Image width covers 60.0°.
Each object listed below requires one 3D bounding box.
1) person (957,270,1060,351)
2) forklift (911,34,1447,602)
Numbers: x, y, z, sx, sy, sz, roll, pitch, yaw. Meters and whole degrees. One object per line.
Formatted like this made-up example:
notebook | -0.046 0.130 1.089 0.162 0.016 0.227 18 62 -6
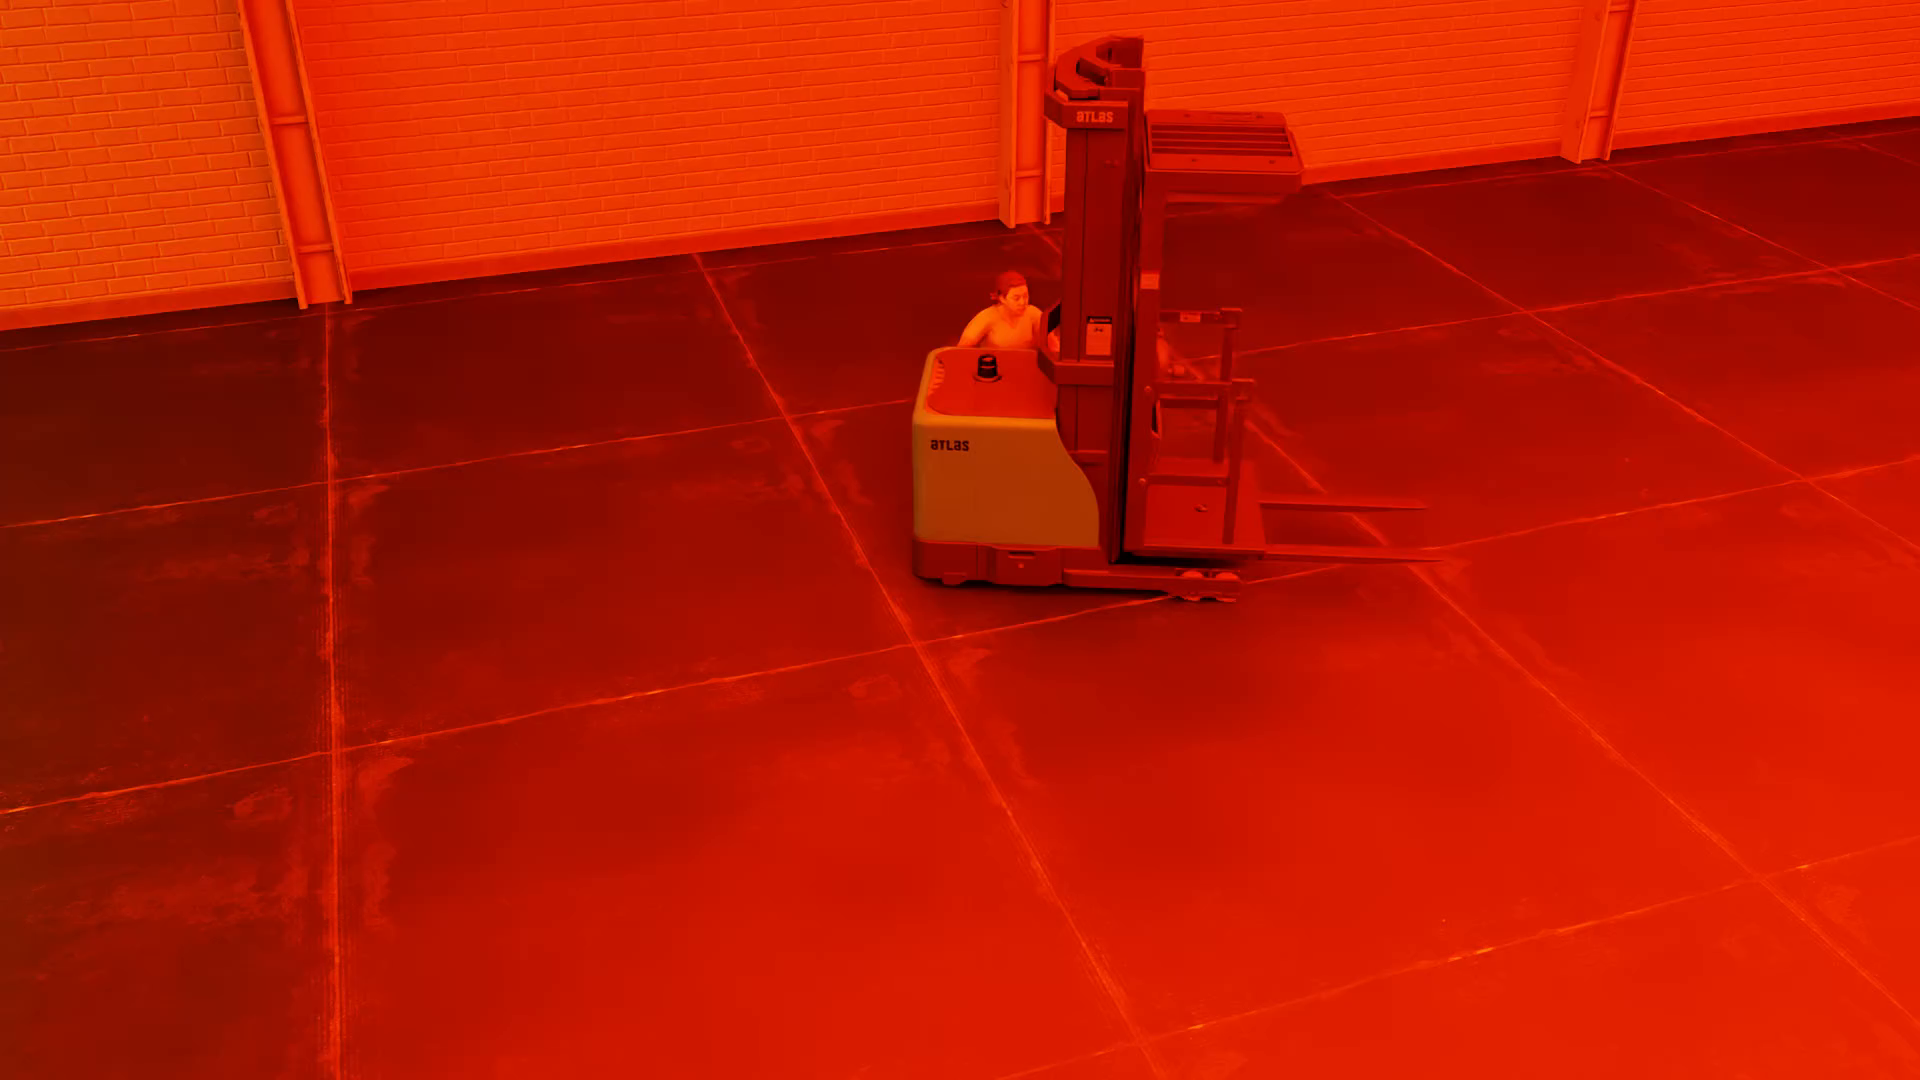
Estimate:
person | 0.409 -0.877 10.162 0.728 1.461 0.820 -19 35 -29
forklift | 1.267 -1.195 9.164 3.031 2.935 1.130 2 30 4
